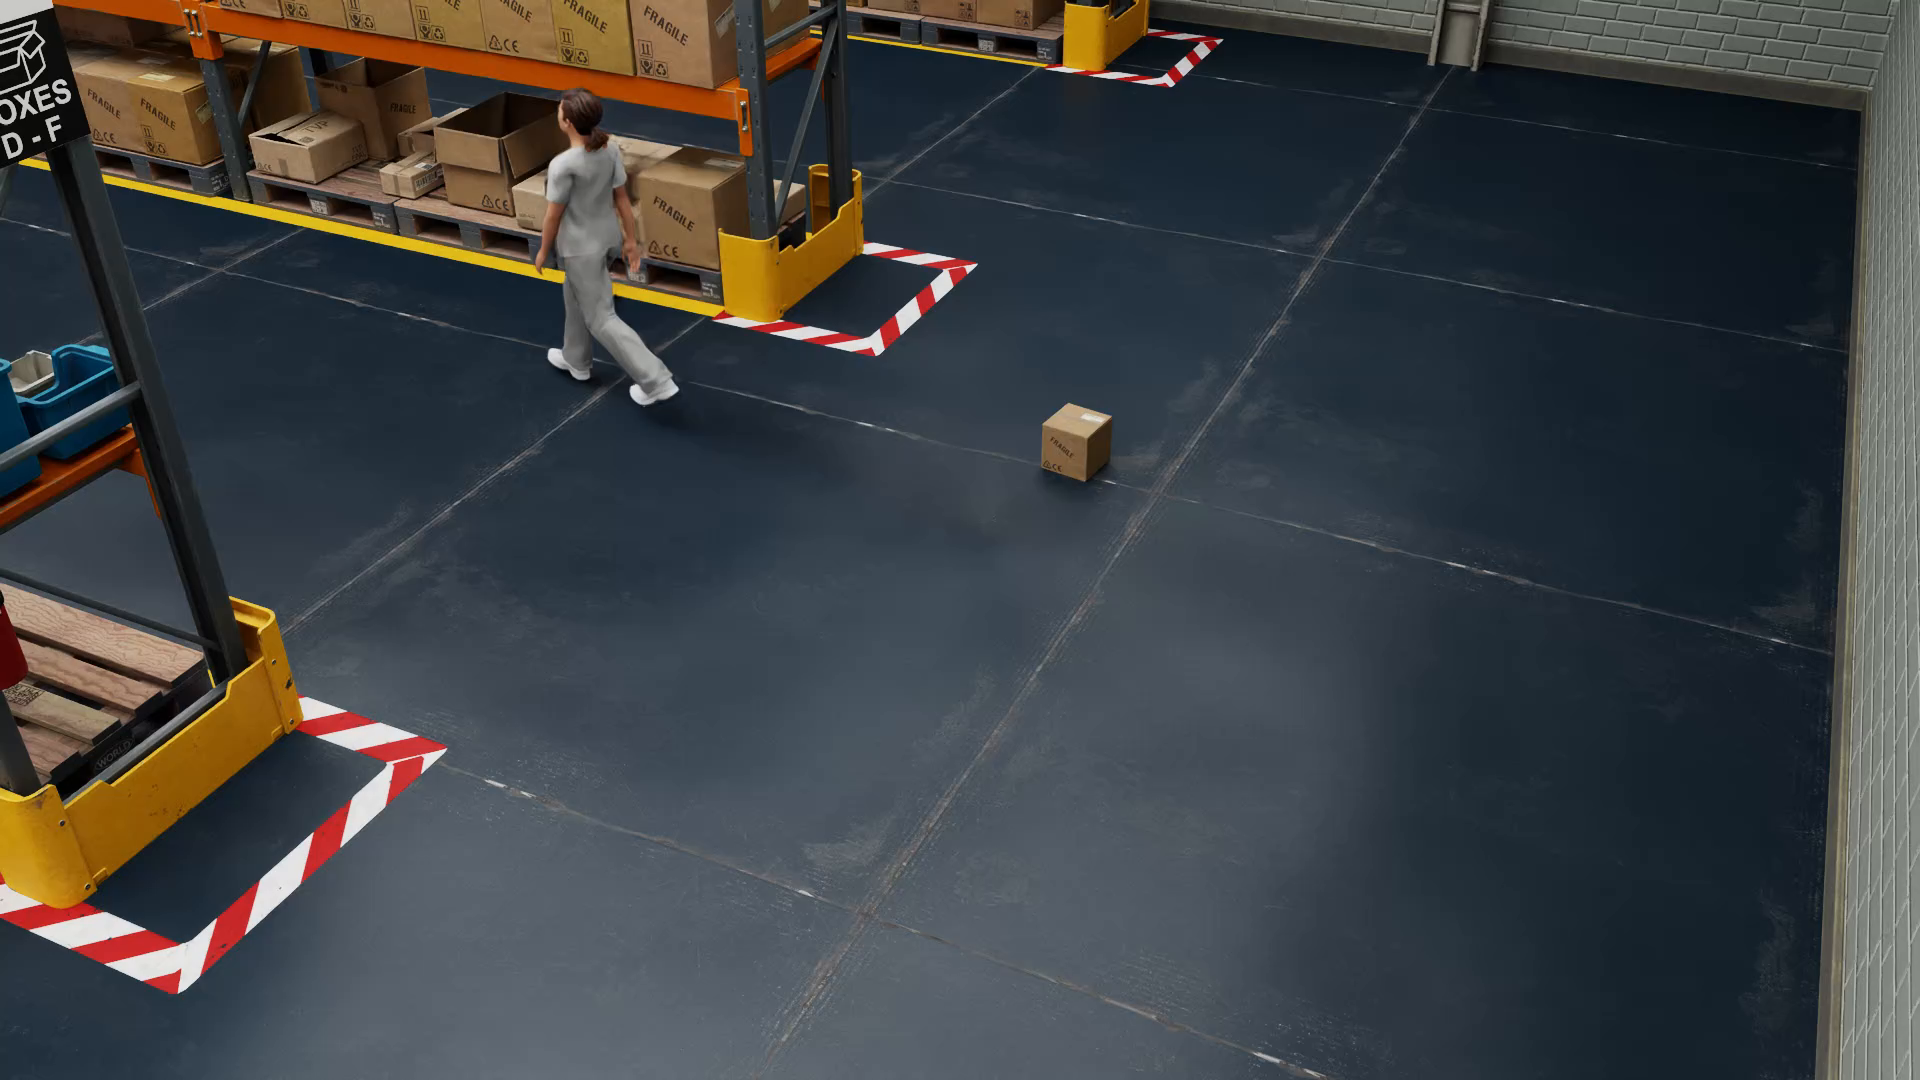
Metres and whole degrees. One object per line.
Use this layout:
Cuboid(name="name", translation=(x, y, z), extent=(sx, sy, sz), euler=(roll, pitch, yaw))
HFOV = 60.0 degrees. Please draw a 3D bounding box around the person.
Cuboid(name="person", translation=(-1.833, -1.449, 8.314), extent=(1.004, 1.612, 0.455), euler=(19, 38, 26))
